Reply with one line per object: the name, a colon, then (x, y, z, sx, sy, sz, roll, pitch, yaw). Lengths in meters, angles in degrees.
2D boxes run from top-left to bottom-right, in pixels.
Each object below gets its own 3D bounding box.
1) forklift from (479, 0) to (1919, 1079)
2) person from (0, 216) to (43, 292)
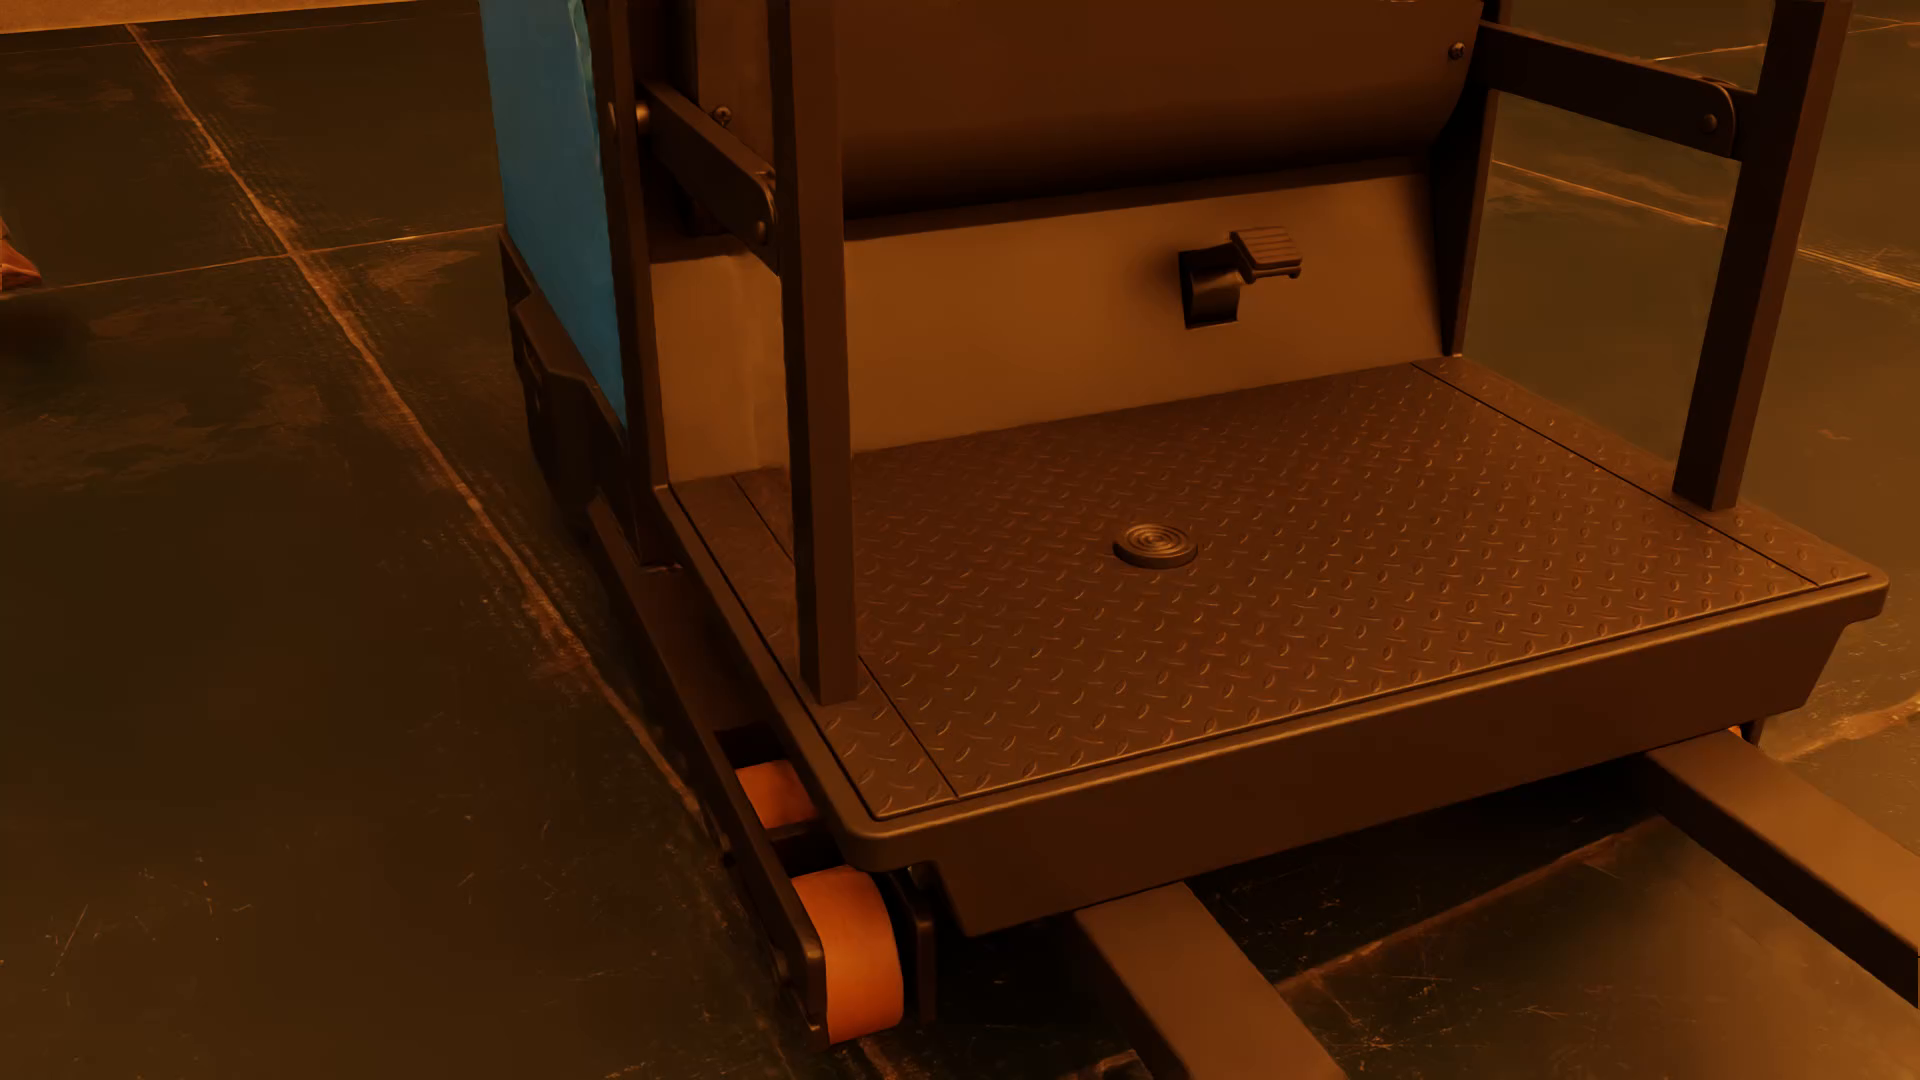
forklift: (0.239, -1.053, 1.336, 1.130, 2.935, 3.031, -11, 29, -20)
person: (-2.223, -0.953, 2.897, 0.855, 1.445, 0.718, -8, 28, -16)
